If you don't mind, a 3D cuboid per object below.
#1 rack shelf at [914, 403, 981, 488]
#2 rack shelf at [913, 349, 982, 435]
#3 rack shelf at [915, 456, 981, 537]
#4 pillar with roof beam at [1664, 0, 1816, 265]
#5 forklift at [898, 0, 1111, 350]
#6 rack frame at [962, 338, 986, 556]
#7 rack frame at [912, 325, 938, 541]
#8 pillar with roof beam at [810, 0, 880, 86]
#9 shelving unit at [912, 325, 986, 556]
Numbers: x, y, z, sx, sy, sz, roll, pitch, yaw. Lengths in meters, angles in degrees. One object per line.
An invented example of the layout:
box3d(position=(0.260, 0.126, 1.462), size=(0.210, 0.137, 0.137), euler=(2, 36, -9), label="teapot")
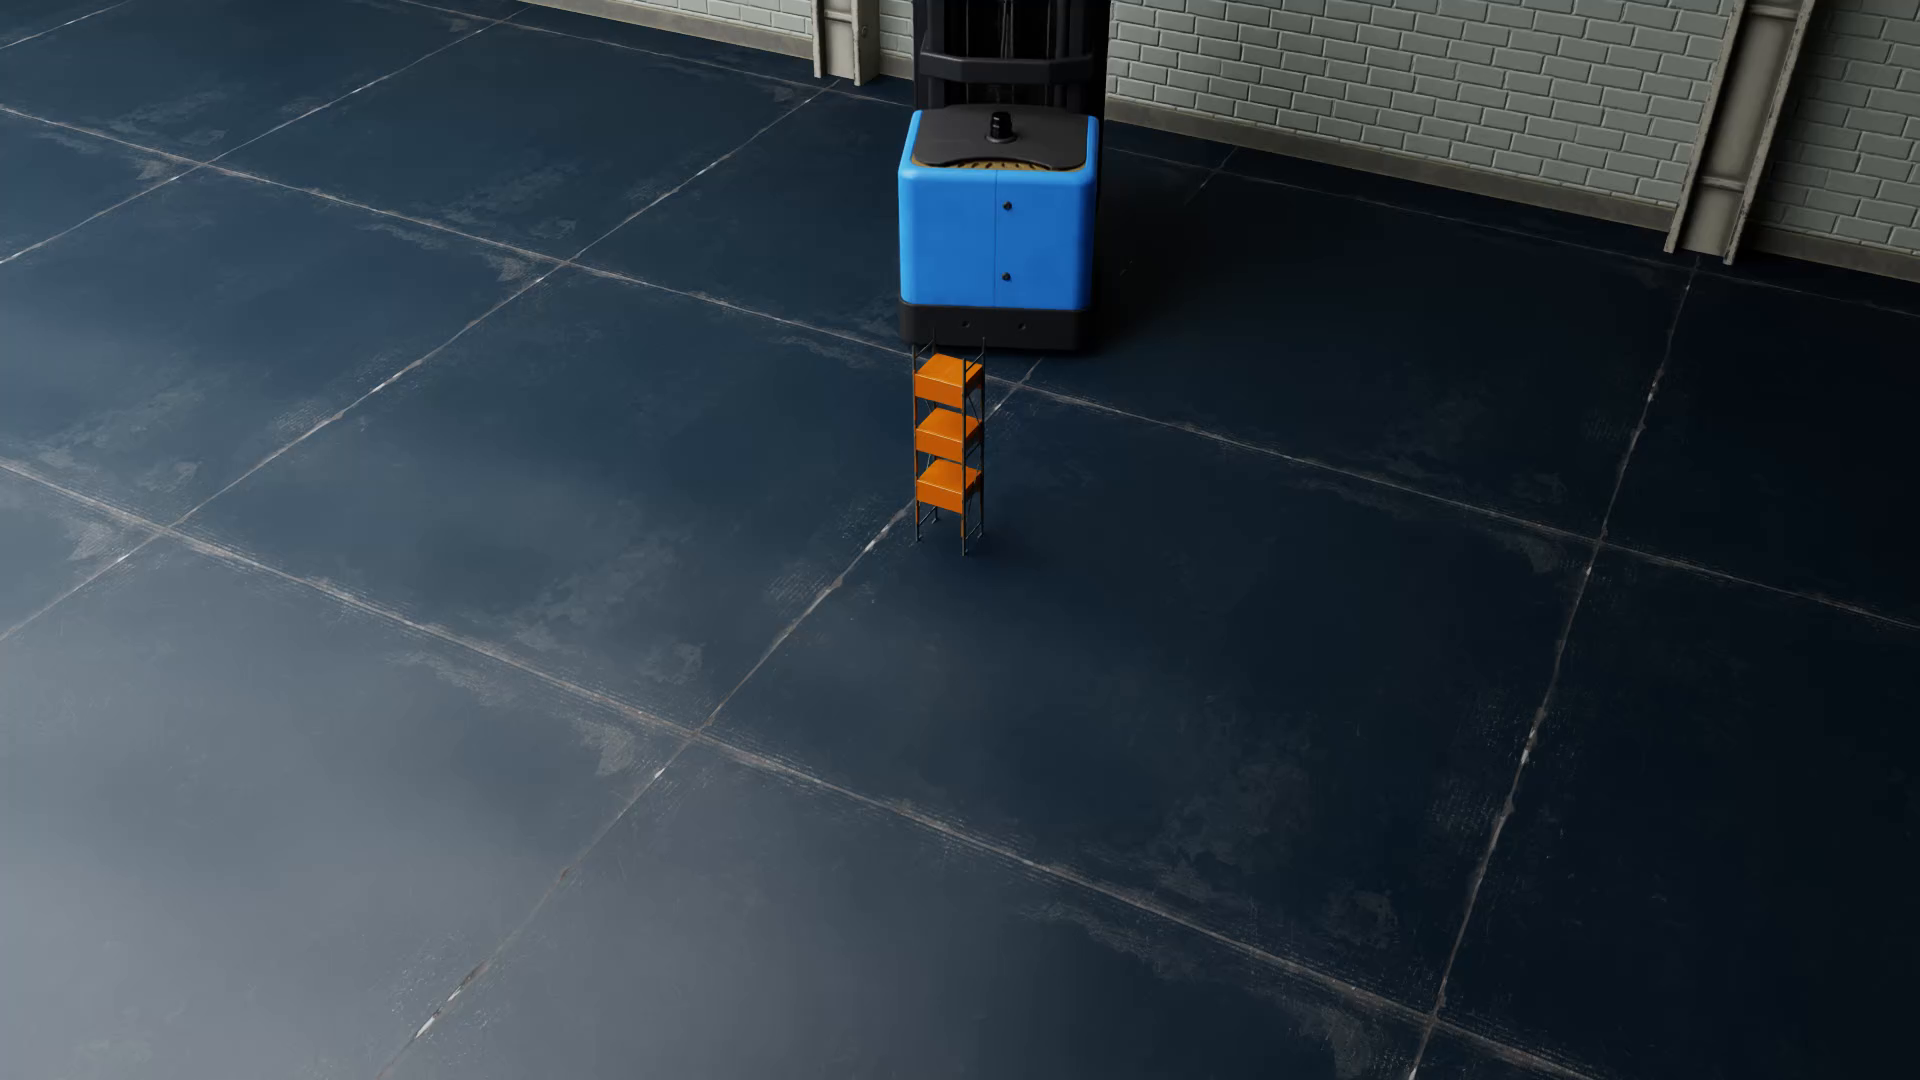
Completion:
box3d(position=(-0.047, -0.425, 7.459), size=(0.240, 0.259, 0.215), euler=(17, 41, 21), label="rack shelf")
box3d(position=(-0.047, -0.651, 7.287), size=(0.240, 0.259, 0.215), euler=(17, 41, 21), label="rack shelf")
box3d(position=(-0.048, -0.203, 7.627), size=(0.240, 0.259, 0.215), euler=(17, 41, 21), label="rack shelf")
box3d(position=(2.519, -3.046, 4.321), size=(0.400, 9.000, 9.100), euler=(17, 41, 21), label="pillar with roof beam")
box3d(position=(0.303, -3.066, 9.366), size=(1.130, 2.935, 3.031), euler=(3, 37, 4), label="forklift")
box3d(position=(0.061, -0.399, 7.407), size=(0.008, 1.050, 0.200), euler=(17, 41, 21), label="rack frame")
box3d(position=(-0.156, -0.467, 7.497), size=(0.008, 1.050, 0.200), euler=(17, 41, 21), label="rack frame")
box3d(position=(-2.809, -4.715, 6.518), size=(0.400, 9.000, 9.100), euler=(17, 41, 21), label="pillar with roof beam")
box3d(position=(-0.048, -0.433, 7.452), size=(0.252, 1.050, 0.215), euler=(17, 41, 21), label="shelving unit")
